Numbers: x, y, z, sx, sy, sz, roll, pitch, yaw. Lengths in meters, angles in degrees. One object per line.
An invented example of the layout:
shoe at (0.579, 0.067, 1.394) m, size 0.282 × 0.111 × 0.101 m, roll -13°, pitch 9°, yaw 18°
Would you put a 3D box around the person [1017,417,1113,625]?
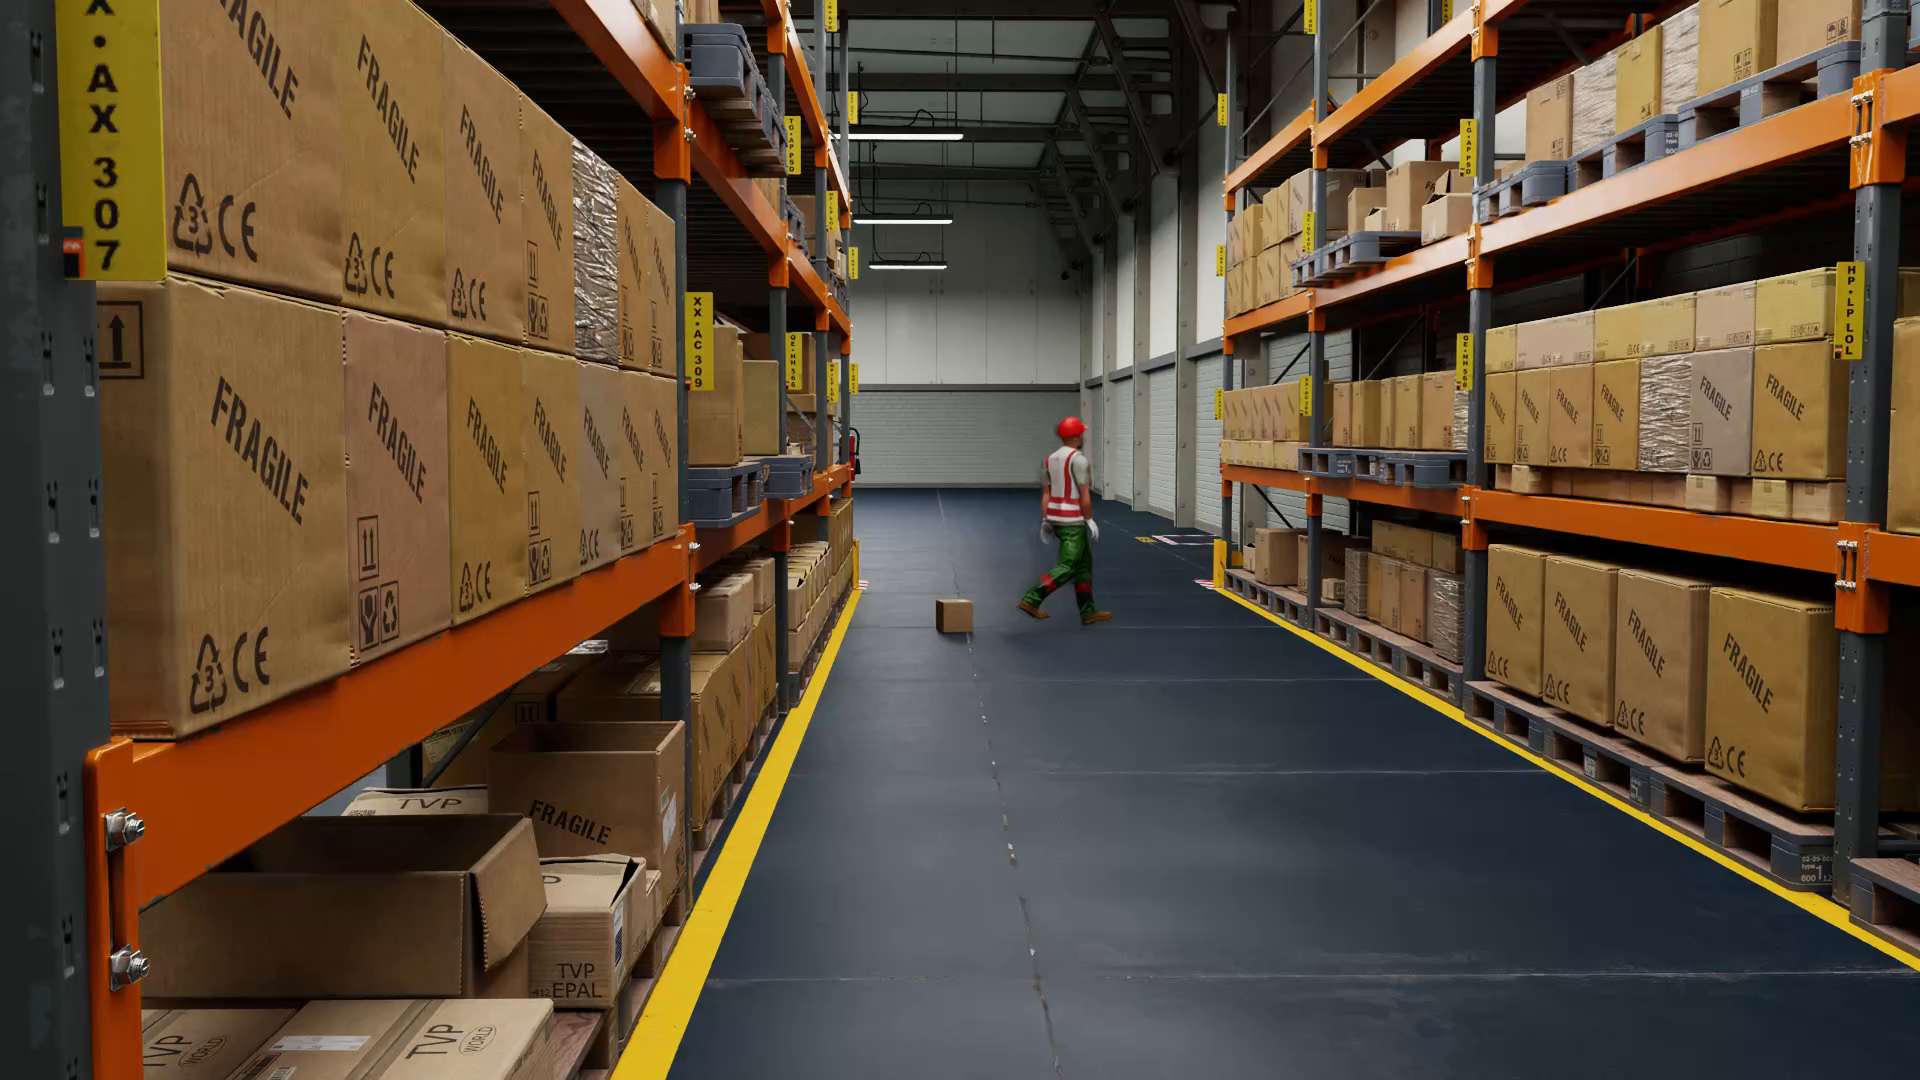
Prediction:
person at (0.881, -0.149, 13.837) m, size 1.012 × 1.752 × 0.522 m, roll -2°, pitch 4°, yaw -28°
